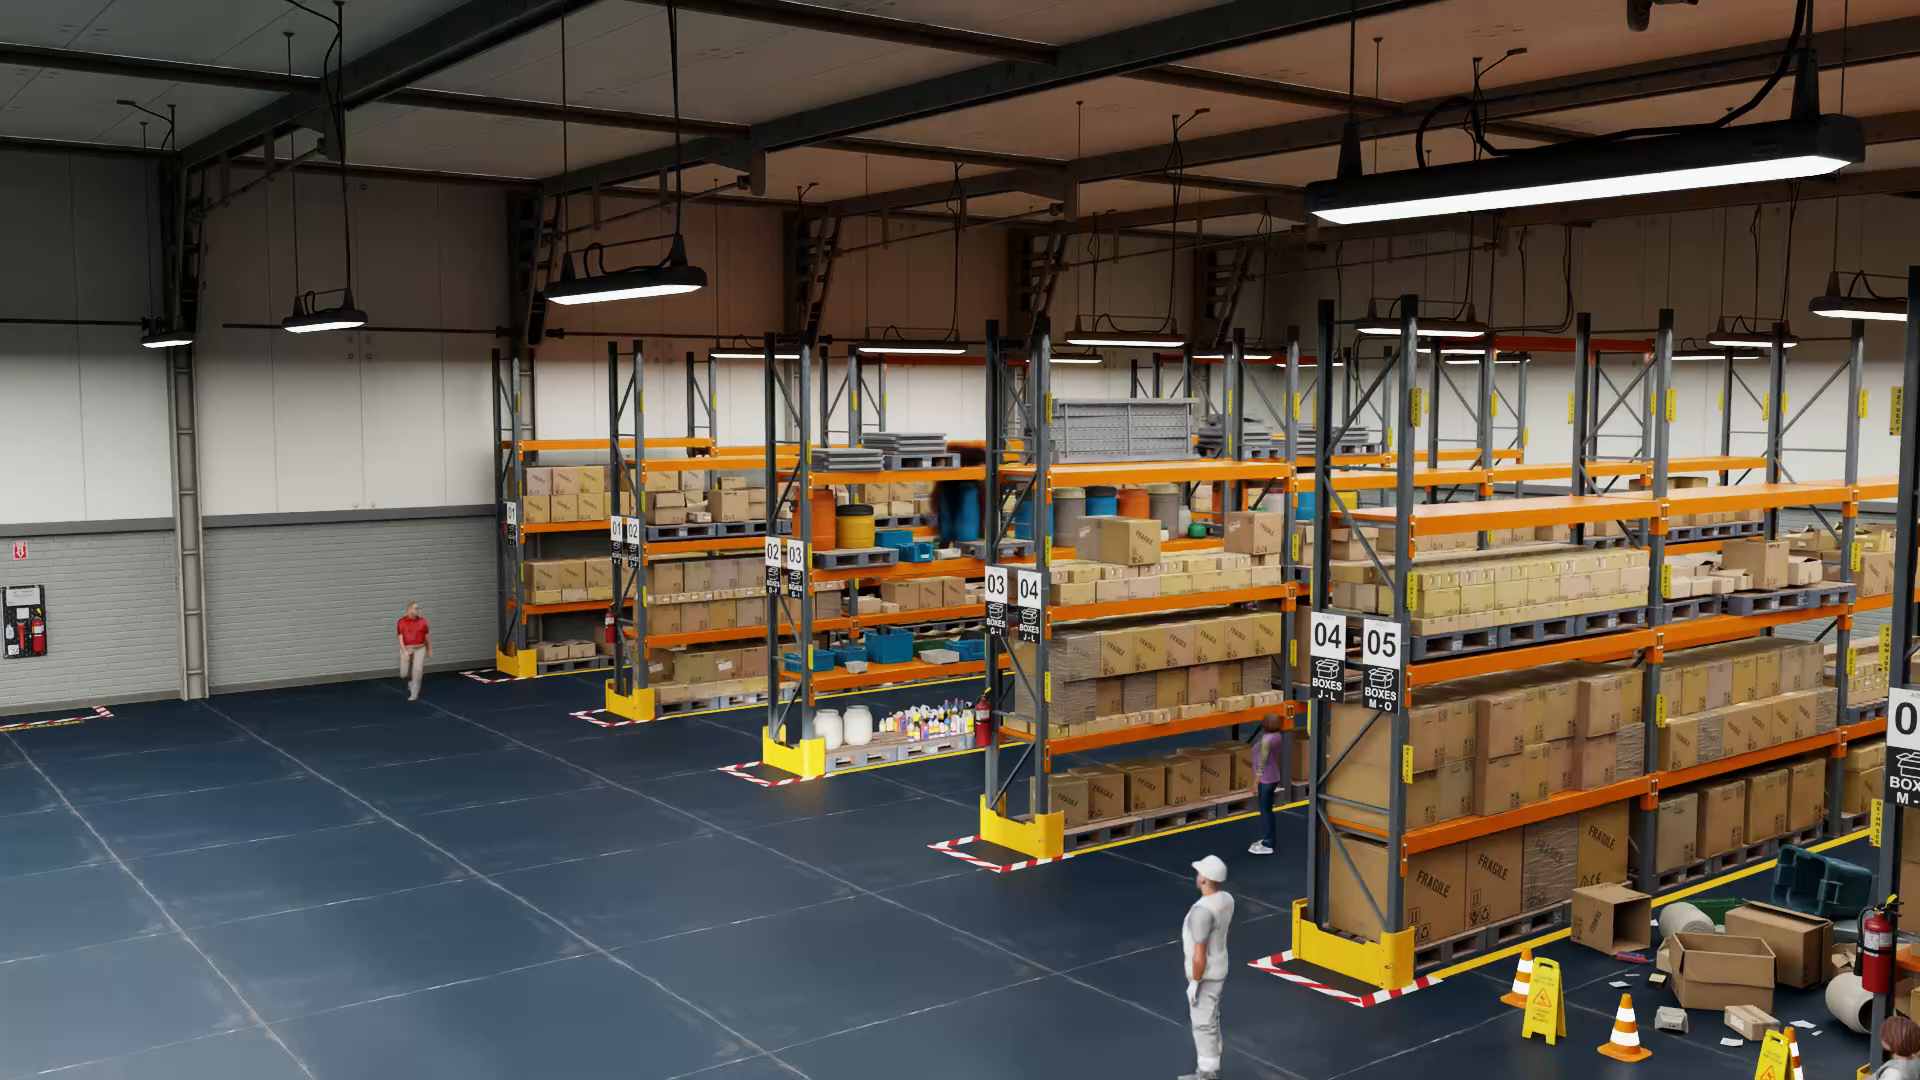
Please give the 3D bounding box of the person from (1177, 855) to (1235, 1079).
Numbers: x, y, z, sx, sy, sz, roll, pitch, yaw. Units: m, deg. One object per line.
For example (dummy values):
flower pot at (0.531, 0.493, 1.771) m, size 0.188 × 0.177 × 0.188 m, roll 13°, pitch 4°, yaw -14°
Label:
person at (1.792, 3.191, 12.203) m, size 0.410 × 1.795 × 0.602 m, roll 1°, pitch 5°, yaw 15°

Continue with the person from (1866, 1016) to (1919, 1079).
person at (5.401, 3.521, 9.562) m, size 0.502 × 1.598 × 0.409 m, roll 3°, pitch 6°, yaw 27°

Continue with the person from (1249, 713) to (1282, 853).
person at (3.445, 2.728, 18.733) m, size 0.343 × 1.600 × 0.432 m, roll 1°, pitch 5°, yaw 13°

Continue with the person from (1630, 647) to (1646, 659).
person at (9.702, 2.264, 23.800) m, size 0.939 × 1.672 × 0.501 m, roll -4°, pitch 6°, yaw -38°

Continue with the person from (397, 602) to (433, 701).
person at (-9.282, 1.878, 28.324) m, size 0.571 × 1.611 × 0.830 m, roll -1°, pitch 5°, yaw -16°
